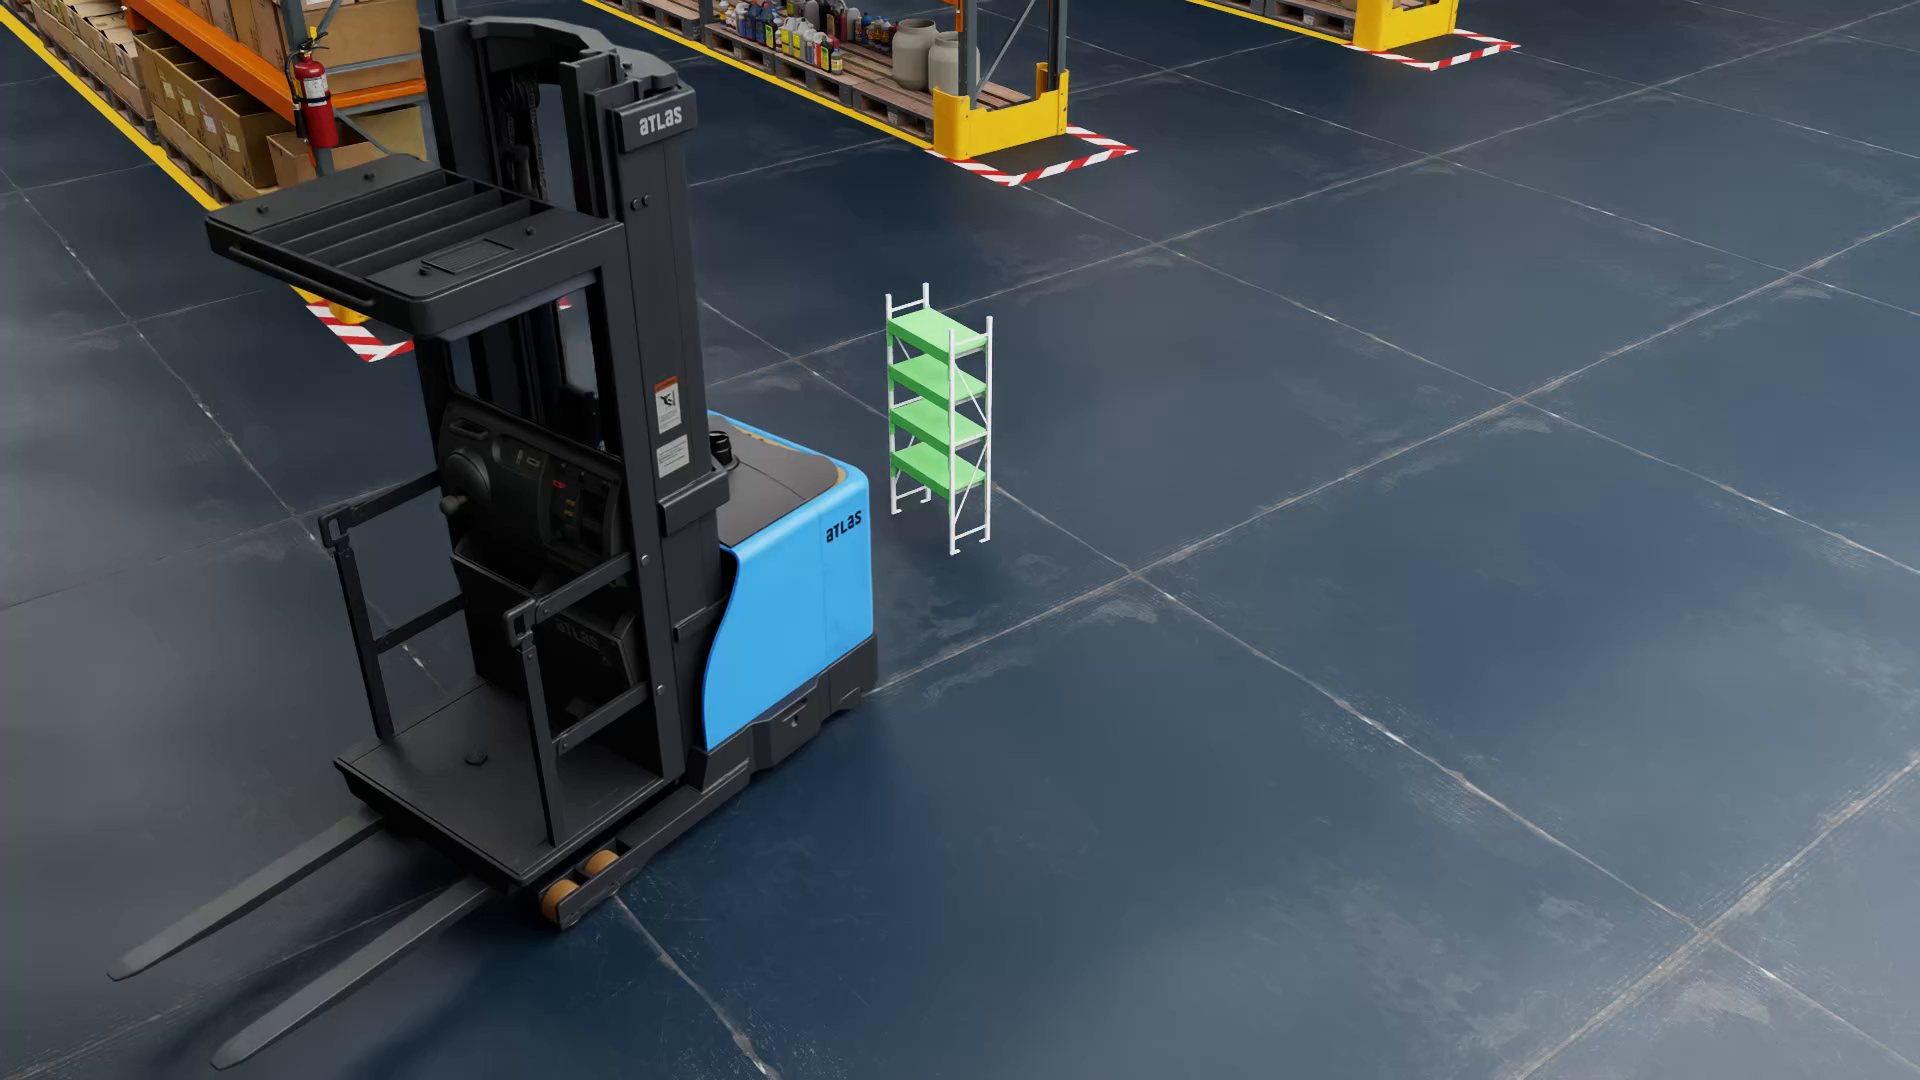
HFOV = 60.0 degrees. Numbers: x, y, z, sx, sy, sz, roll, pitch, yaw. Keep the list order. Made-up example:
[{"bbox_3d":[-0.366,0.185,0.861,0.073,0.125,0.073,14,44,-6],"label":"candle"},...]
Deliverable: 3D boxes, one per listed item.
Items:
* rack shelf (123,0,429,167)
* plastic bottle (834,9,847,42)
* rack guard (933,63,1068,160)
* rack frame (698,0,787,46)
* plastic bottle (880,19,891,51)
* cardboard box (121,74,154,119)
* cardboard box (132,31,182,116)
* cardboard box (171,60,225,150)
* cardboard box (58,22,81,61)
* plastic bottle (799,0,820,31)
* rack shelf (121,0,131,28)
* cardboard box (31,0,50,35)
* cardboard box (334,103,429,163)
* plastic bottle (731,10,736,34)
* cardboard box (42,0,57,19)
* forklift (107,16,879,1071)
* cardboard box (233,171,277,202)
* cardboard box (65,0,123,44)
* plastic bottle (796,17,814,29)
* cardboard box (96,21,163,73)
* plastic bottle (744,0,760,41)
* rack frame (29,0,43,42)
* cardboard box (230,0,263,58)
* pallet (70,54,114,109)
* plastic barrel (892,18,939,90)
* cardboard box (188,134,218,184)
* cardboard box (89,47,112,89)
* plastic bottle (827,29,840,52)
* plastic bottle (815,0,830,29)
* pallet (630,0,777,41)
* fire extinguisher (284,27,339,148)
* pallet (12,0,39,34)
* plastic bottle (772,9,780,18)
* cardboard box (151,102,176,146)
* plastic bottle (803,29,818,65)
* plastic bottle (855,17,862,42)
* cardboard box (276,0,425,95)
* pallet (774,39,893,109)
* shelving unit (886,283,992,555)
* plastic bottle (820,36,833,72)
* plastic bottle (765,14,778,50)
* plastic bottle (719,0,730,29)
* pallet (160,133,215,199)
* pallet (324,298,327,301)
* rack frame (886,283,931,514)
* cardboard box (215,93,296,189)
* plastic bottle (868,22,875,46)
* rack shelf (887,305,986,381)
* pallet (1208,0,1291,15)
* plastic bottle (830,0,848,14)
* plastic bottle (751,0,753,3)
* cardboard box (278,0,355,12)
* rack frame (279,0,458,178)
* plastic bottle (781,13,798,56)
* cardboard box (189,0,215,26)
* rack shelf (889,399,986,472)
[{"bbox_3d":[-4.726,-3.410,11.579,1.077,0.370,4.000,-22,38,-31],"label":"rack shelf"},{"bbox_3d":[-1.086,-4.690,15.115,0.061,0.283,0.133,-22,38,-31],"label":"plastic bottle"},{"bbox_3d":[0.332,-3.438,13.311,1.175,0.500,0.348,-22,38,-31],"label":"rack guard"},{"bbox_3d":[-2.037,-6.150,15.309,1.000,3.000,0.127,-22,38,-31],"label":"rack frame"},{"bbox_3d":[-0.660,-4.510,14.838,0.097,0.271,0.097,0,32,0],"label":"plastic bottle"},{"bbox_3d":[-6.436,-3.638,13.473,0.500,0.250,0.500,-23,38,-32],"label":"cardboard box"},{"bbox_3d":[-5.915,-3.583,12.674,0.500,0.500,0.500,-22,38,-31],"label":"cardboard box"},{"bbox_3d":[-5.302,-3.167,12.003,0.500,0.500,0.500,-22,38,-31],"label":"cardboard box"},{"bbox_3d":[-7.684,-4.489,14.843,0.500,0.250,0.500,-23,39,-33],"label":"cardboard box"},{"bbox_3d":[-1.399,-4.866,15.407,0.152,0.276,0.135,-22,38,-31],"label":"plastic bottle"},{"bbox_3d":[-7.179,-5.077,14.263,1.077,0.370,4.000,-22,38,-31],"label":"rack shelf"},{"bbox_3d":[-8.316,-4.913,15.526,0.500,0.250,0.500,-22,38,-32],"label":"cardboard box"},{"bbox_3d":[-3.961,-2.714,11.274,0.500,0.500,0.500,-22,38,-31],"label":"cardboard box"},{"bbox_3d":[-2.063,-4.789,15.353,0.097,0.201,0.097,0,32,0],"label":"plastic bottle"},{"bbox_3d":[-7.987,-4.935,15.029,0.500,0.311,0.500,-23,39,-33],"label":"cardboard box"},{"bbox_3d":[-1.646,-0.146,5.707,1.130,2.935,3.031,22,38,31],"label":"forklift"},{"bbox_3d":[-4.686,-2.432,11.532,0.500,0.250,0.500,-22,38,-31],"label":"cardboard box"},{"bbox_3d":[-7.361,-4.508,14.341,0.500,0.311,0.500,-23,38,-32],"label":"cardboard box"},{"bbox_3d":[-1.392,-4.512,14.836,0.152,0.276,0.135,-22,38,-31],"label":"plastic bottle"},{"bbox_3d":[-6.751,-4.088,13.666,0.500,0.311,0.500,-21,38,-30],"label":"cardboard box"},{"bbox_3d":[-1.870,-4.741,15.134,0.144,0.351,0.185,-21,38,-30],"label":"plastic bottle"},{"bbox_3d":[-8.405,-6.216,15.415,1.000,3.000,0.127,-22,38,-31],"label":"rack frame"},{"bbox_3d":[-4.401,-3.549,11.027,0.700,0.500,0.500,-22,38,-31],"label":"cardboard box"},{"bbox_3d":[-7.187,-4.168,14.760,1.003,0.211,1.213,-22,38,-31],"label":"pallet"},{"bbox_3d":[-0.356,-4.063,13.909,0.421,0.512,0.421,0,32,0],"label":"plastic barrel"},{"bbox_3d":[-5.302,-2.848,12.200,0.500,0.250,0.500,-22,38,-31],"label":"cardboard box"},{"bbox_3d":[-7.058,-4.063,14.157,0.500,0.250,0.500,-21,38,-30],"label":"cardboard box"},{"bbox_3d":[-1.106,-4.288,14.469,0.061,0.283,0.133,-22,38,-31],"label":"plastic bottle"},{"bbox_3d":[-1.297,-4.956,15.481,0.144,0.351,0.185,-24,39,-34],"label":"plastic bottle"},{"bbox_3d":[-2.550,-5.280,16.551,1.003,0.211,1.213,-22,38,-31],"label":"pallet"},{"bbox_3d":[-3.794,-2.649,9.746,0.296,0.674,0.183,-22,38,-31],"label":"fire extinguisher"},{"bbox_3d":[-8.833,-5.355,16.672,1.003,0.211,1.213,-22,38,-31],"label":"pallet"},{"bbox_3d":[-1.686,-4.686,15.121,0.097,0.271,0.097,0,32,0],"label":"plastic bottle"},{"bbox_3d":[-5.907,-3.268,12.877,0.500,0.250,0.500,-22,38,-31],"label":"cardboard box"},{"bbox_3d":[-1.275,-4.308,14.508,0.152,0.276,0.135,-23,39,-33],"label":"plastic bottle"},{"bbox_3d":[-0.908,-4.649,15.128,0.097,0.201,0.097,0,32,0],"label":"plastic bottle"},{"bbox_3d":[-3.776,-3.123,10.341,0.700,0.500,0.500,-22,38,-31],"label":"cardboard box"},{"bbox_3d":[-0.906,-4.163,14.753,1.003,0.211,1.213,-22,38,-31],"label":"pallet"},{"bbox_3d":[-0.101,-0.579,8.045,0.258,1.200,0.503,-22,38,-31],"label":"shelving unit"},{"bbox_3d":[-1.143,-4.182,14.298,0.061,0.283,0.133,-21,38,-30],"label":"plastic bottle"},{"bbox_3d":[-1.686,-4.551,14.893,0.061,0.283,0.133,-20,37,-29],"label":"plastic bottle"},{"bbox_3d":[-2.188,-4.903,15.471,0.097,0.271,0.097,0,32,0],"label":"plastic bottle"},{"bbox_3d":[-5.498,-3.019,12.911,1.003,0.211,1.213,-22,38,-31],"label":"pallet"},{"bbox_3d":[-4.002,-2.003,11.274,1.003,0.211,1.213,-22,38,-31],"label":"pallet"},{"bbox_3d":[-0.251,-0.680,8.208,0.240,1.200,0.015,-22,38,-31],"label":"rack frame"},{"bbox_3d":[-4.688,-2.750,11.332,0.500,0.500,0.500,-22,38,-31],"label":"cardboard box"},{"bbox_3d":[-0.782,-4.563,14.990,0.097,0.201,0.097,0,32,0],"label":"plastic bottle"},{"bbox_3d":[-0.101,-0.932,7.825,0.258,0.148,0.480,-22,38,-31],"label":"rack shelf"},{"bbox_3d":[3.067,-5.791,17.373,1.003,0.211,1.213,-22,38,-31],"label":"pallet"},{"bbox_3d":[-1.099,-4.822,15.264,0.144,0.351,0.185,-23,38,-32],"label":"plastic bottle"},{"bbox_3d":[-1.885,-4.817,15.321,0.061,0.283,0.133,-22,38,-31],"label":"plastic bottle"},{"bbox_3d":[-3.884,-3.298,10.007,0.380,0.149,0.250,-23,39,-32],"label":"cardboard box"},{"bbox_3d":[-3.499,-2.882,10.047,1.000,3.000,0.127,-22,38,-31],"label":"rack frame"},{"bbox_3d":[-1.494,-4.485,14.722,0.144,0.351,0.185,-23,38,-32],"label":"plastic bottle"},{"bbox_3d":[-5.042,-3.980,11.721,0.700,0.500,0.500,-22,38,-31],"label":"cardboard box"},{"bbox_3d":[-0.101,-0.524,8.078,0.258,0.148,0.480,-22,38,-31],"label":"rack shelf"}]
